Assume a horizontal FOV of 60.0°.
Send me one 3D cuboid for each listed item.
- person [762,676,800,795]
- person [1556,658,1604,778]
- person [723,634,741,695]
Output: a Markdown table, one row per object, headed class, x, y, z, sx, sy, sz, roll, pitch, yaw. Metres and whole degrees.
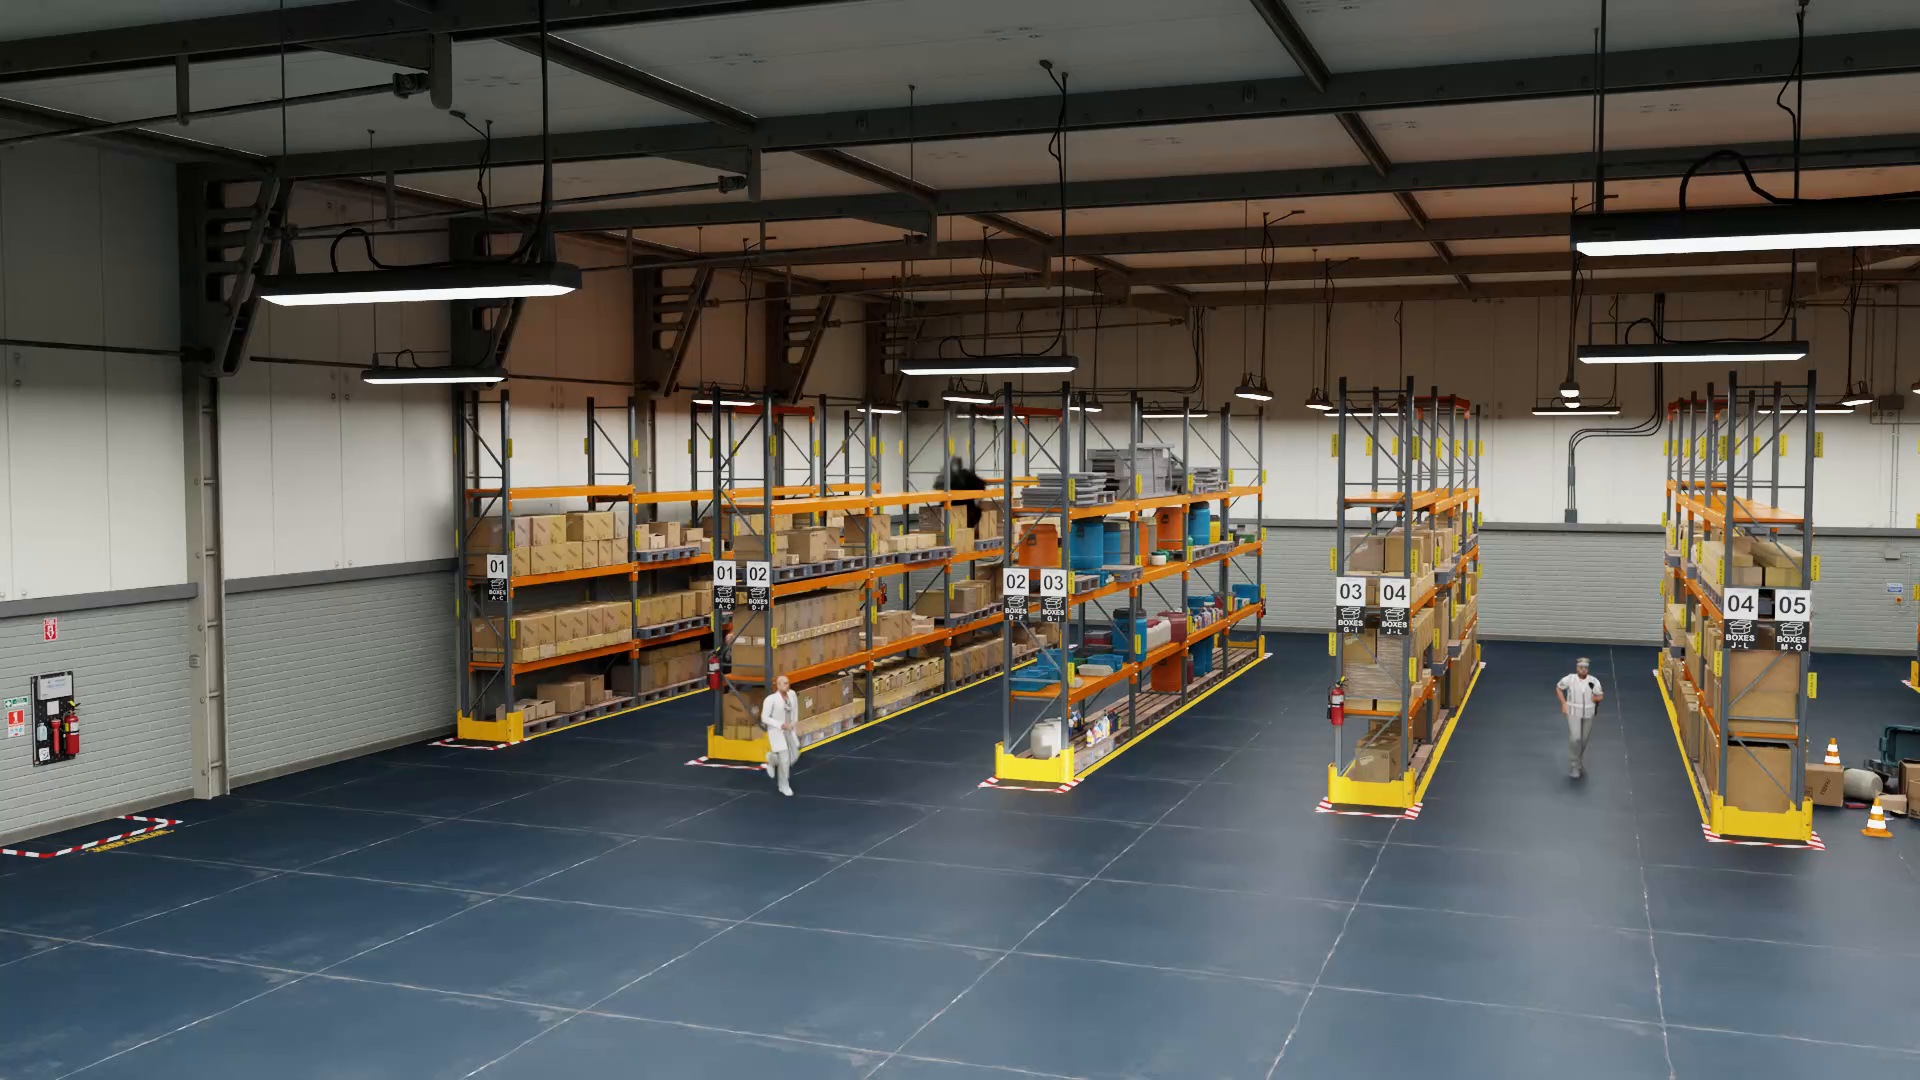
| class | x | y | z | sx | sy | sz | roll | pitch | yaw |
| --- | --- | --- | --- | --- | --- | --- | --- | --- | --- |
| person | -2.584 | 2.866 | 24.141 | 0.735 | 1.657 | 0.757 | 3 | 4 | 44 |
| person | 9.530 | 2.721 | 25.526 | 0.642 | 1.854 | 0.800 | 0 | 3 | 5 |
| person | -4.114 | 2.517 | 29.874 | 0.666 | 1.681 | 0.738 | 0 | 3 | 8 |
